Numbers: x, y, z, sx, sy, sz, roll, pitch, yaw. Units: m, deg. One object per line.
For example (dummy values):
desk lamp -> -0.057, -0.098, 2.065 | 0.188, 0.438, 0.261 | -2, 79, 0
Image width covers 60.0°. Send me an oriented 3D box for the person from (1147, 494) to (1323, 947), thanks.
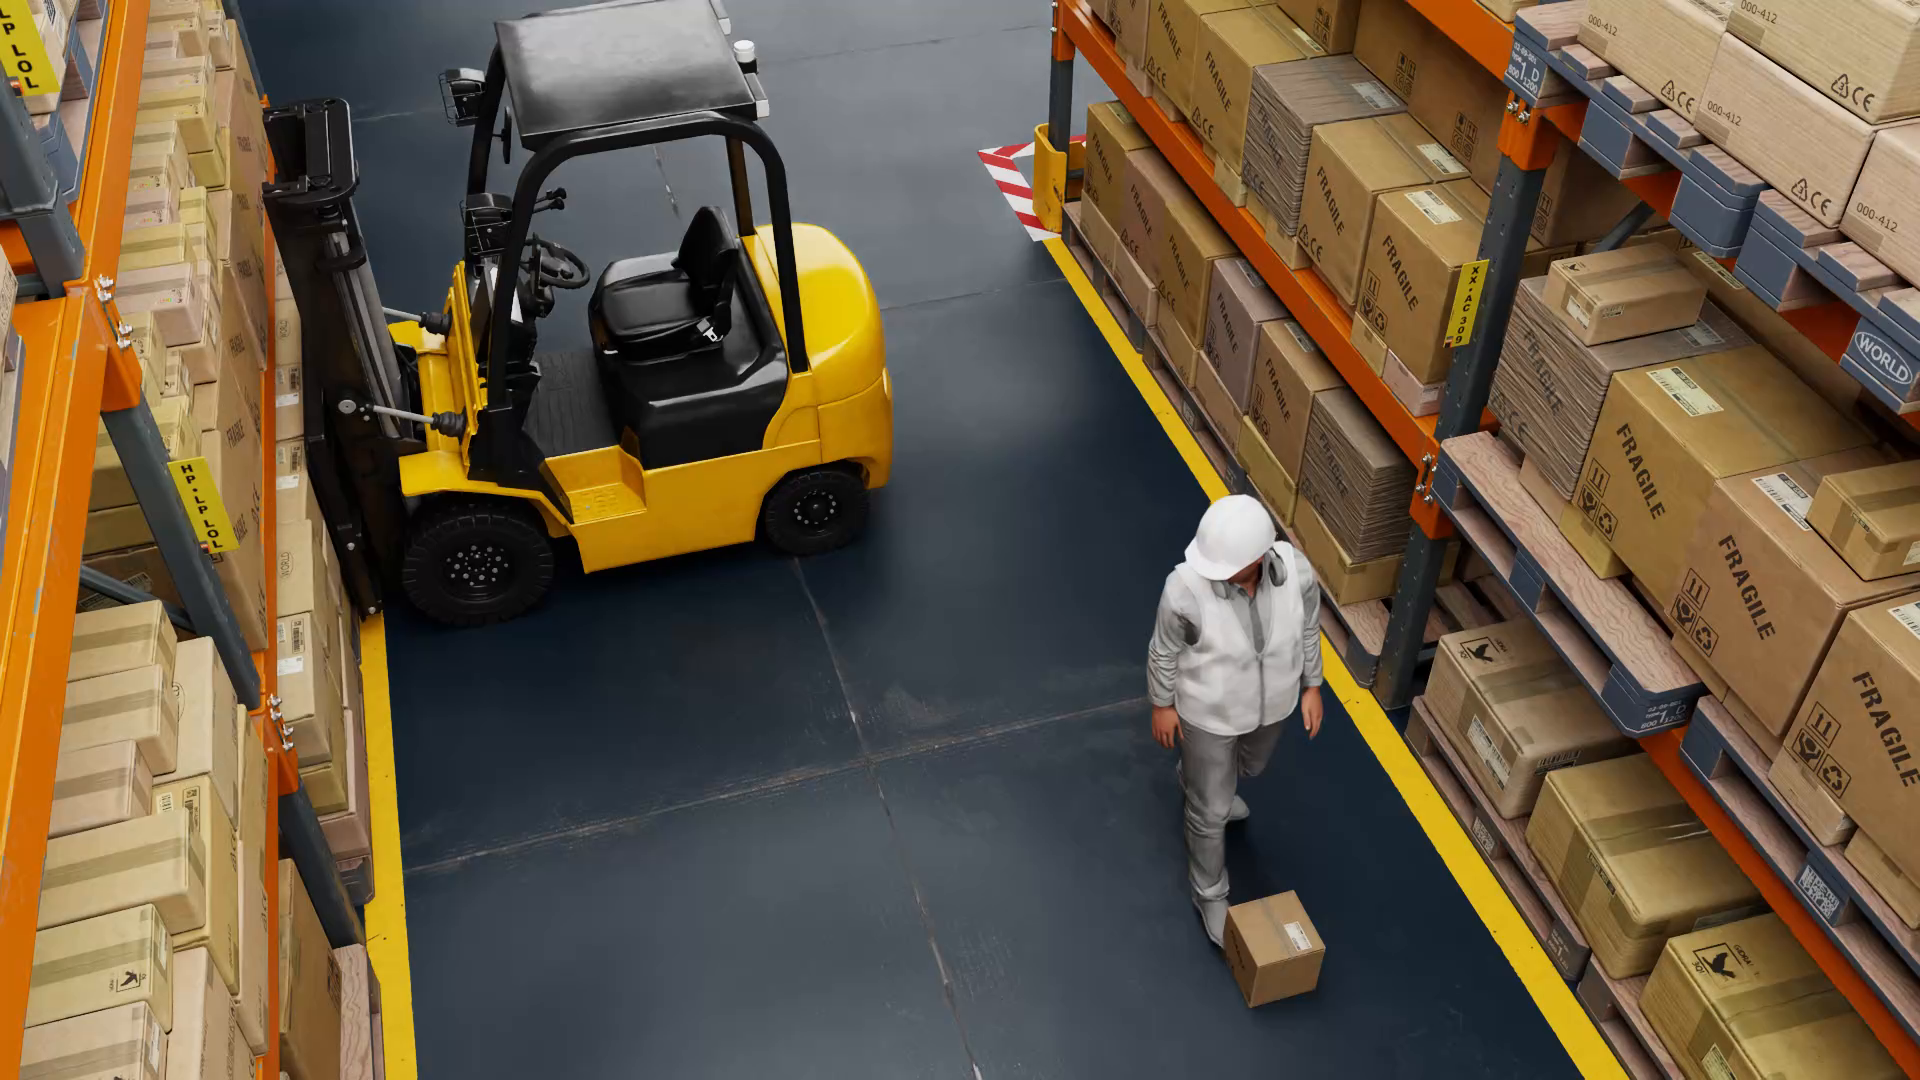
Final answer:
person -> 0.921, 0.544, 5.524 | 0.569, 1.764, 0.753 | -16, 44, -17
